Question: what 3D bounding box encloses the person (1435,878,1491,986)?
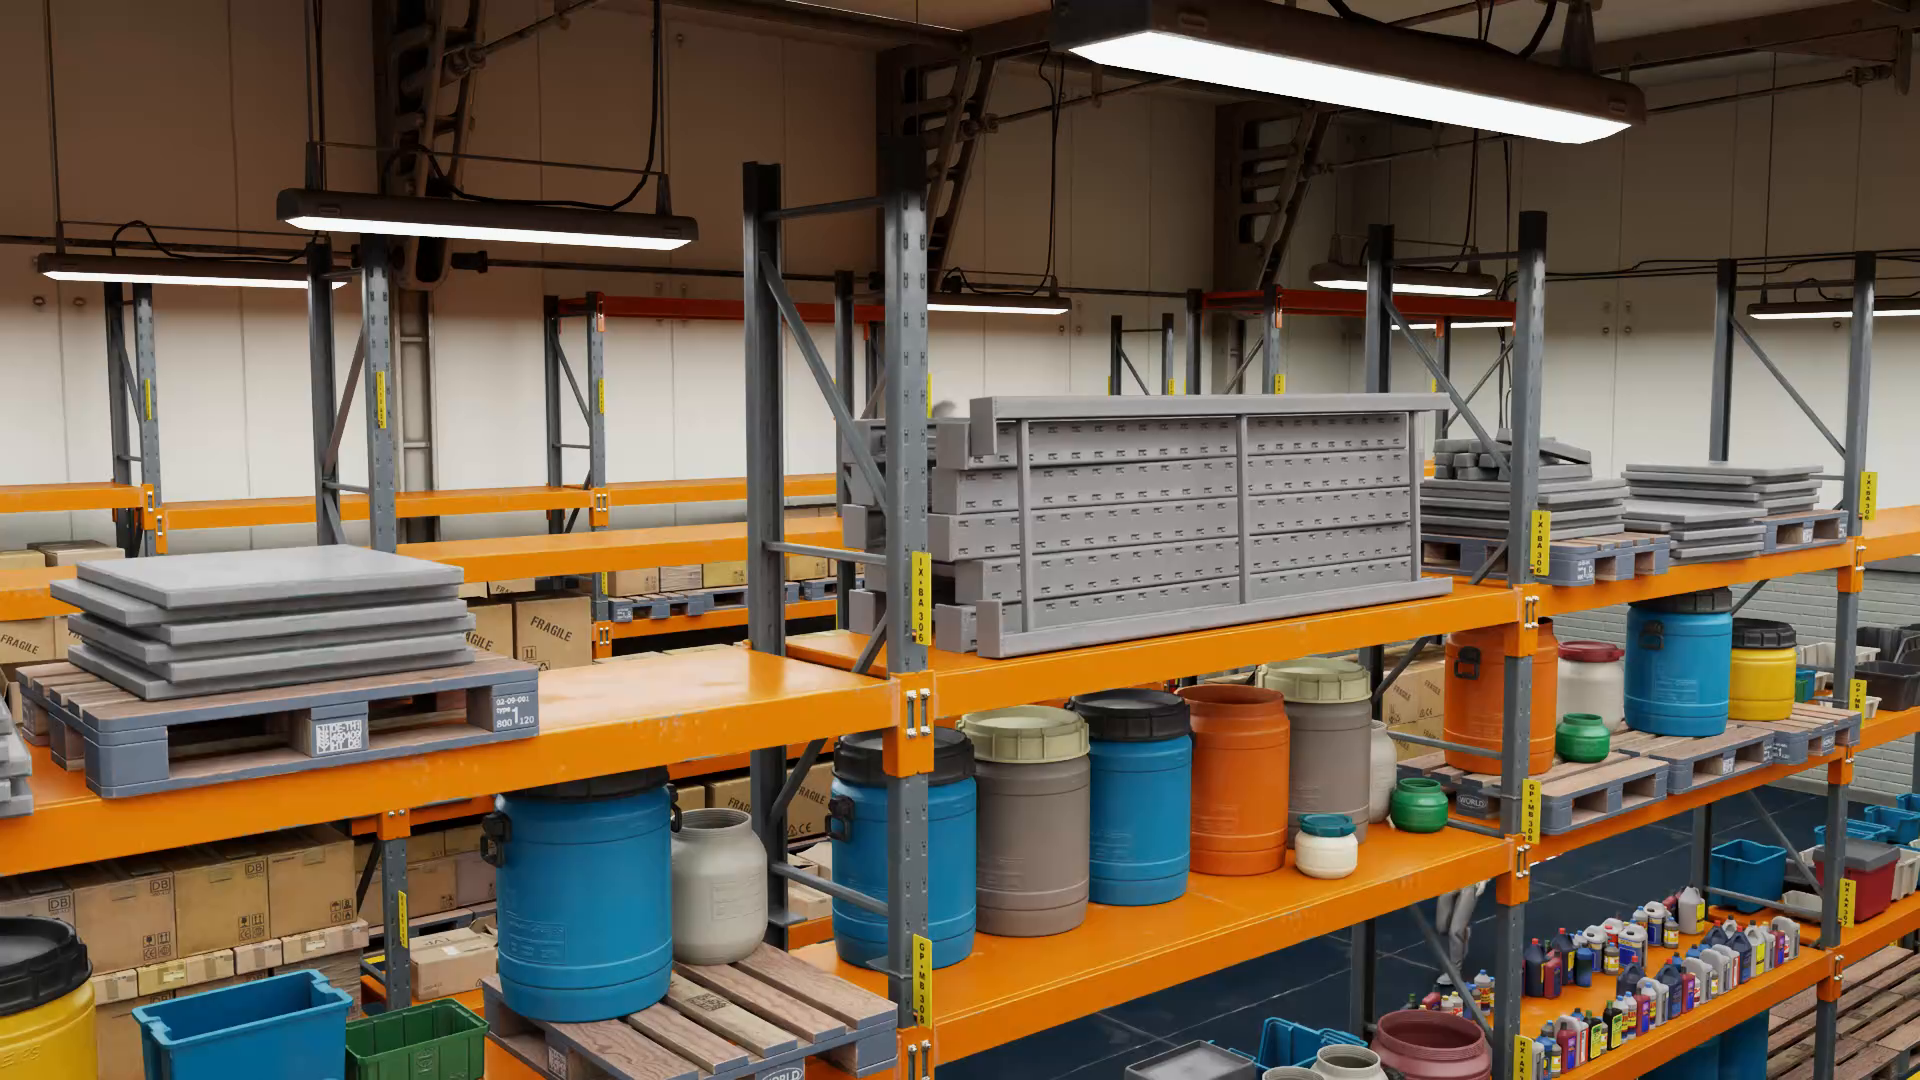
[{"bbox_3d":[4.330,2.959,14.336,0.614,1.660,0.687,4,7,38],"label":"person"}]
